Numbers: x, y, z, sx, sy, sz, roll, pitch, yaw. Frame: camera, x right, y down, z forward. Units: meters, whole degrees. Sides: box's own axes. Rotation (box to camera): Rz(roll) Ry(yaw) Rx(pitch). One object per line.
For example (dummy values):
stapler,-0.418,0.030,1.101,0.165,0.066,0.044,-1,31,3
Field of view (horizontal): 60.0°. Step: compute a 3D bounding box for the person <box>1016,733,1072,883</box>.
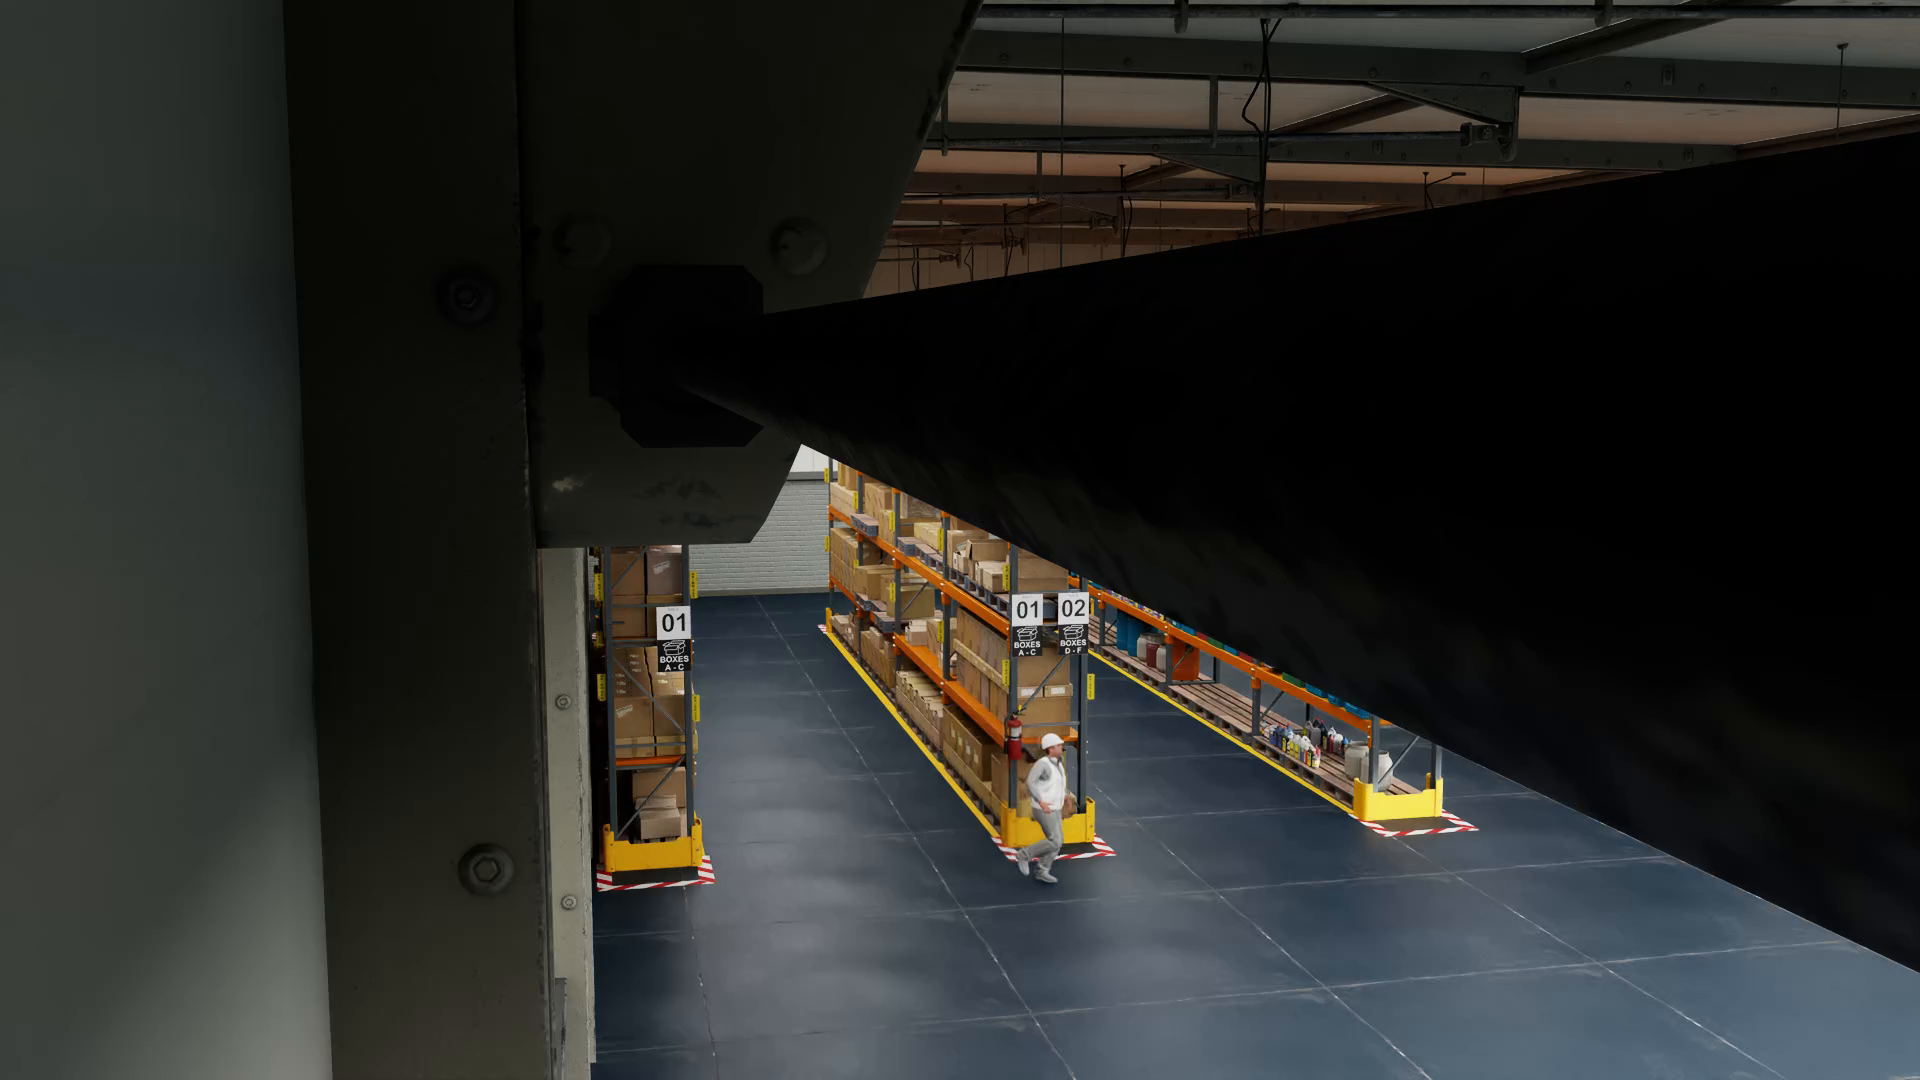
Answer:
person,1.025,3.149,19.724,0.558,1.718,0.722,3,7,24
